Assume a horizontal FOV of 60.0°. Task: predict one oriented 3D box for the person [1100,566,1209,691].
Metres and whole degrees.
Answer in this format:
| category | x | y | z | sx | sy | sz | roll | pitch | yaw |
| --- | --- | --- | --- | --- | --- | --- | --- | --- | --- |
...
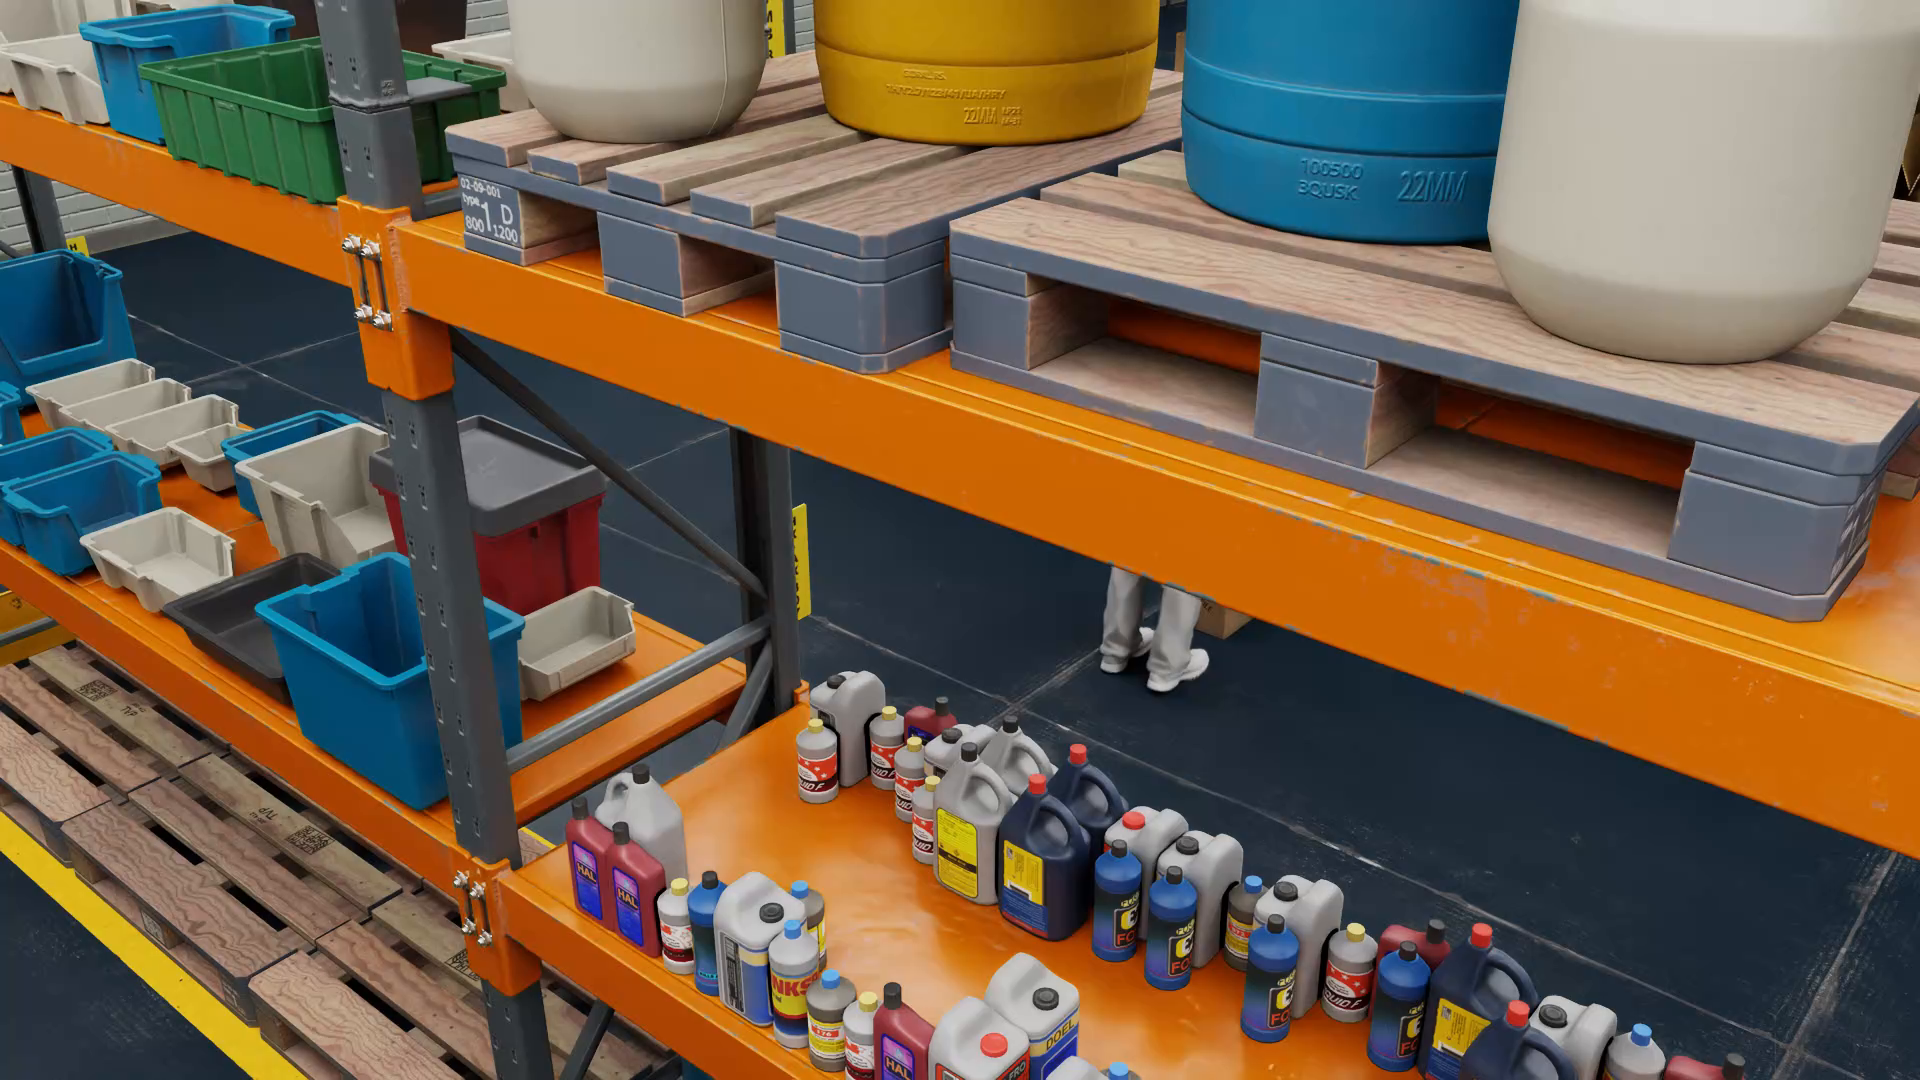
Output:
| category | x | y | z | sx | sy | sz | roll | pitch | yaw |
| --- | --- | --- | --- | --- | --- | --- | --- | --- | --- |
| person | 0.791 | -0.249 | 6.665 | 0.575 | 1.753 | 0.389 | 21 | 34 | 36 |
